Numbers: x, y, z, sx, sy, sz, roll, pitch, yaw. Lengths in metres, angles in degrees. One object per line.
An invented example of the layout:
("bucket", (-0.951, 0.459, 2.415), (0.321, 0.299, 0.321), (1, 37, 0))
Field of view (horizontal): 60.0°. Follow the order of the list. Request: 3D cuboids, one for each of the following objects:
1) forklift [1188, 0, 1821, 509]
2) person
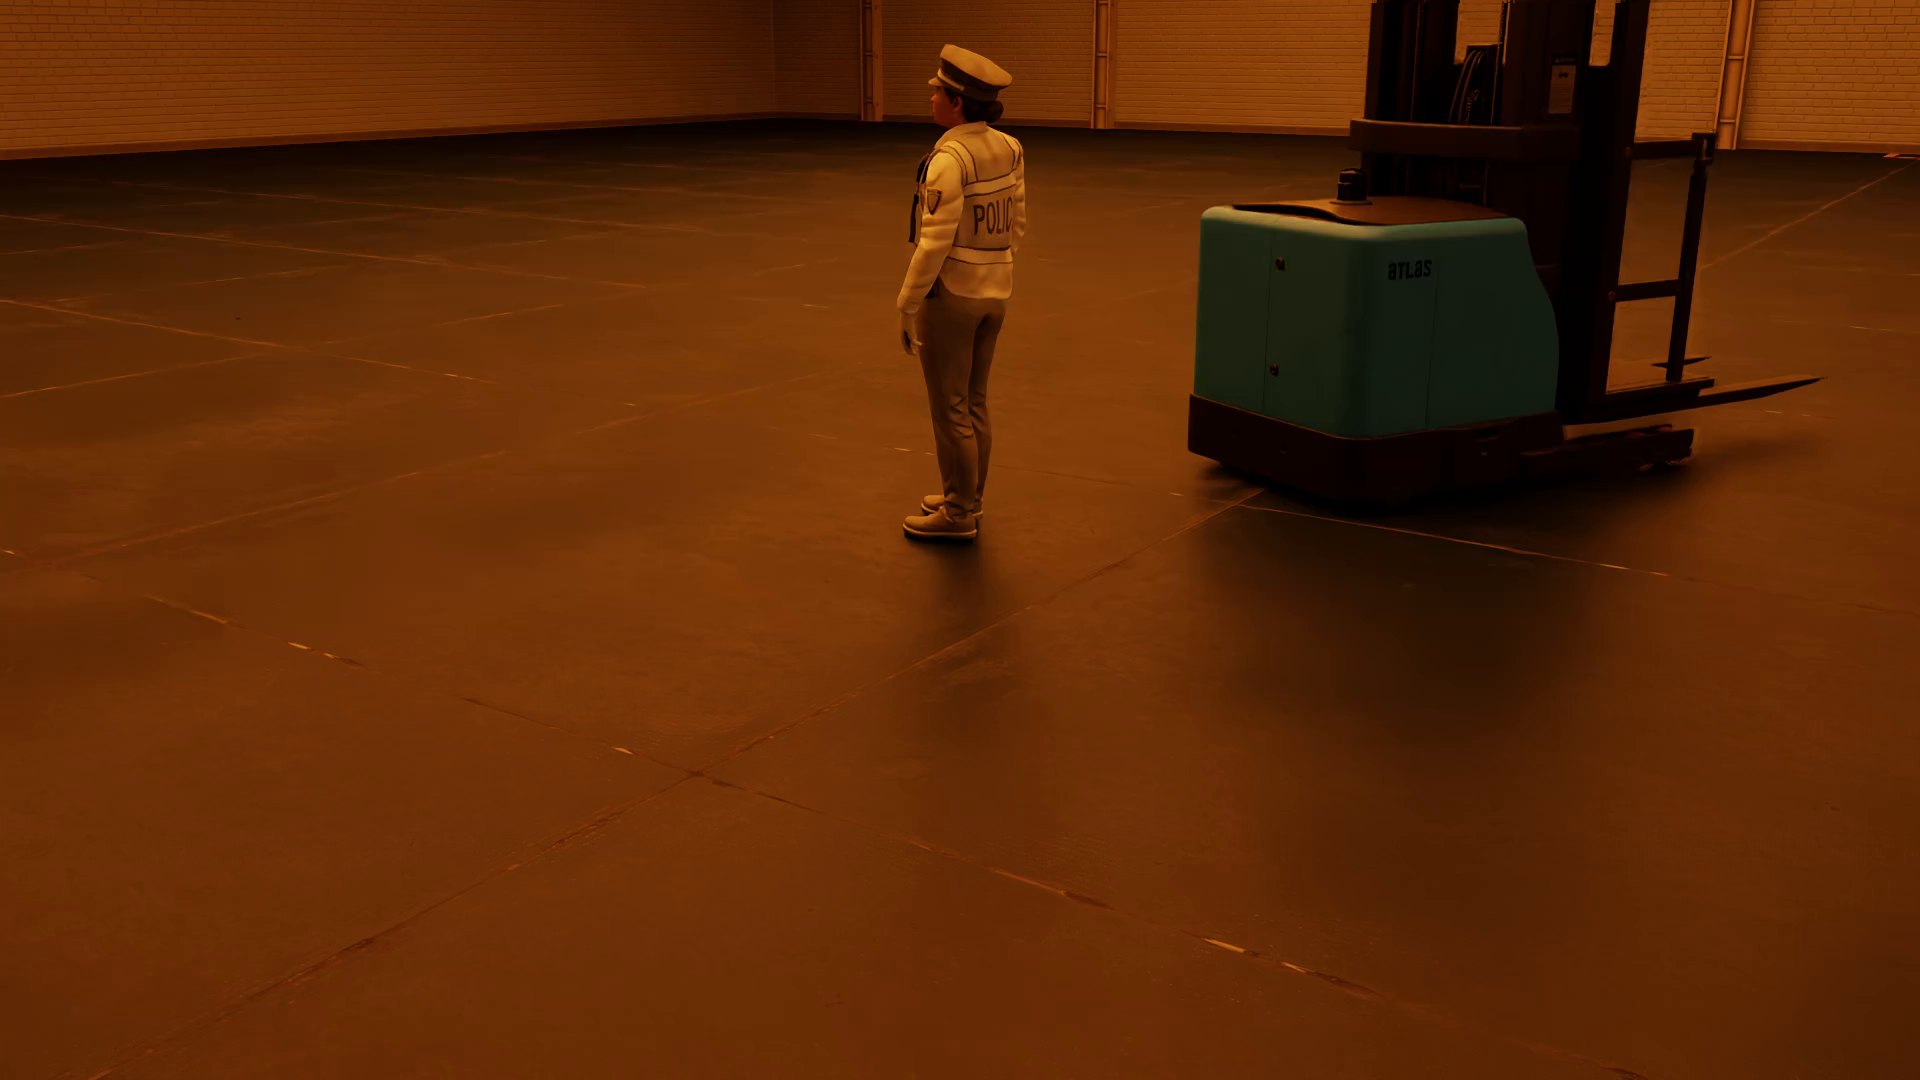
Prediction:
("forklift", (2.491, -1.808, 6.879), (3.031, 2.935, 1.130), (-9, 19, -28))
("person", (-0.053, -0.832, 5.747), (0.530, 1.694, 0.586), (11, 20, 33))
